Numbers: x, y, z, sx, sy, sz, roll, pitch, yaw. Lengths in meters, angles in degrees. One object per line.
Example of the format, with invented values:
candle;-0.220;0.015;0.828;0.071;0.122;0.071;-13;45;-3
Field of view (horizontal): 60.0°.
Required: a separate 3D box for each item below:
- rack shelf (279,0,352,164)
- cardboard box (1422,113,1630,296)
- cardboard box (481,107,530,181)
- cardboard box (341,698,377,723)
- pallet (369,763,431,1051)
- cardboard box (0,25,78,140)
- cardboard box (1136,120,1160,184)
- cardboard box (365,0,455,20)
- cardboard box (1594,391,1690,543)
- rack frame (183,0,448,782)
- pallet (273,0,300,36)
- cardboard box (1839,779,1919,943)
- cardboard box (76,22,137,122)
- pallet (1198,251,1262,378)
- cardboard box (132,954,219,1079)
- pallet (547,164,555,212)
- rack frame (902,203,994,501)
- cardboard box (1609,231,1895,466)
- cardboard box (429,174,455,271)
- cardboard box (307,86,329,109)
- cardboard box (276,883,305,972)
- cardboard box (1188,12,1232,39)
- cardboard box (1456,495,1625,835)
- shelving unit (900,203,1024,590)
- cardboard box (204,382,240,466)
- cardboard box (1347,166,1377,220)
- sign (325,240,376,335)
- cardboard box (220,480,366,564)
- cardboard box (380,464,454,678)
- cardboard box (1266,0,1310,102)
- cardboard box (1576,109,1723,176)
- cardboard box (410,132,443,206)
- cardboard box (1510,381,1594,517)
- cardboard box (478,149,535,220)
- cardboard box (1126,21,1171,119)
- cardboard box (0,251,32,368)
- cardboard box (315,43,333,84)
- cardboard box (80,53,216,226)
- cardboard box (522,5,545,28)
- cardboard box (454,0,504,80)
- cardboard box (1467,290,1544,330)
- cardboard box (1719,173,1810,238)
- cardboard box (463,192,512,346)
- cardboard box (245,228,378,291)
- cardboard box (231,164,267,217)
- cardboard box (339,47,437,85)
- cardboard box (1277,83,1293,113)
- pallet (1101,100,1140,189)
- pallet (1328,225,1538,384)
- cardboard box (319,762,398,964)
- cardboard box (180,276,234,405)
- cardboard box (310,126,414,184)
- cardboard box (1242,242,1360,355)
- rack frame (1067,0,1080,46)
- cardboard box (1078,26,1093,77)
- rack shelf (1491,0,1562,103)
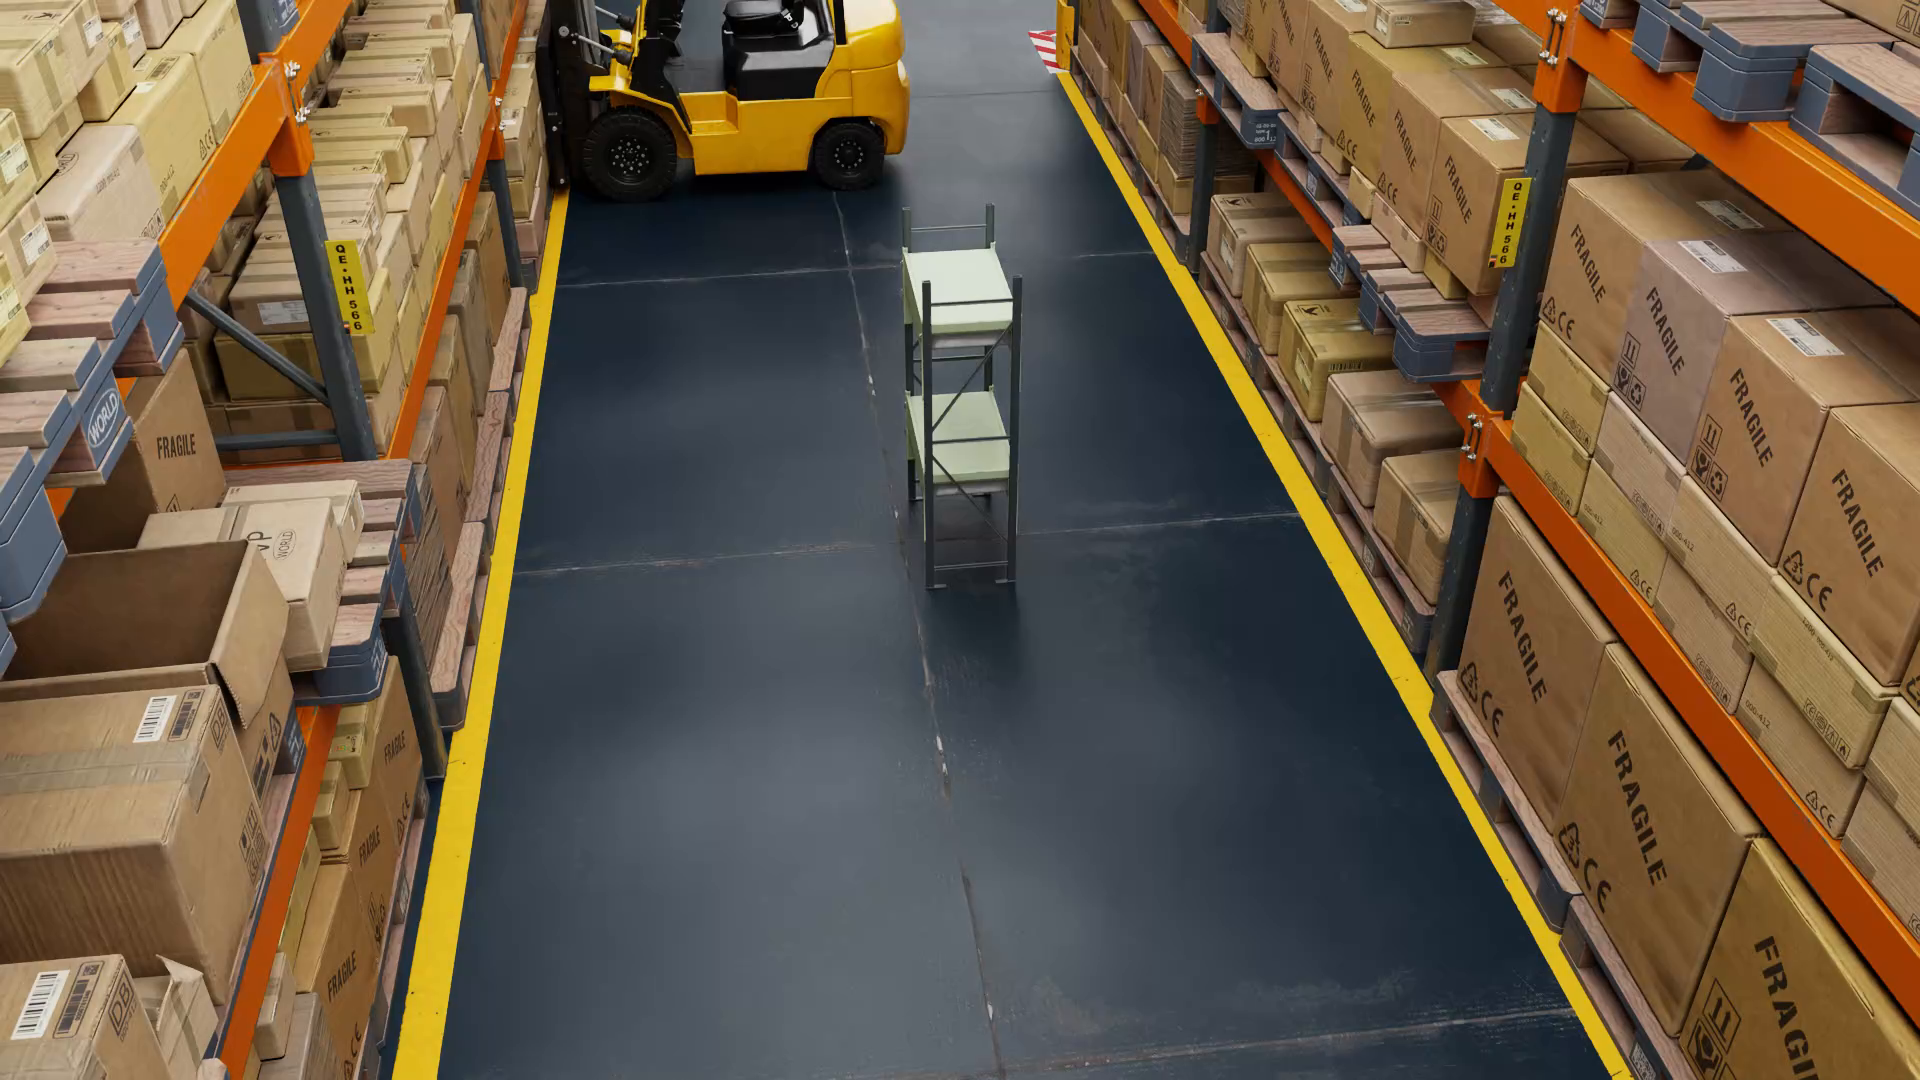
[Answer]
rack shelf;-2.755;-2.371;6.541;1.077;0.370;4.000;-4;35;-6
cardboard box;2.096;-1.261;6.211;0.500;0.500;0.500;-5;35;-8
cardboard box;-2.778;-2.289;9.626;0.500;0.250;0.500;-5;35;-7
cardboard box;-2.168;0.535;5.572;0.380;0.149;0.250;-6;35;-9
pallet;-2.423;1.259;5.715;1.003;0.211;1.213;-4;35;-6
cardboard box;-1.972;-0.884;3.236;0.380;0.149;0.250;-4;35;-6
cardboard box;1.467;-2.566;10.921;0.500;0.250;0.500;-5;35;-8
cardboard box;-2.758;-2.680;8.355;0.380;0.149;0.250;-3;34;-5
cardboard box;2.324;-0.245;5.136;0.500;0.250;0.500;-4;34;-5
rack frame;-2.486;-0.313;5.545;1.000;3.000;0.127;-4;35;-6
pallet;-2.665;-1.846;5.299;1.213;0.211;1.003;-3;34;-4
cardboard box;2.544;0.805;4.038;0.500;0.250;0.500;-5;35;-8
cardboard box;-2.097;-1.045;3.736;0.380;0.149;0.250;-4;35;-6
pallet;2.001;-1.336;9.523;1.003;0.211;1.213;-4;35;-6
cardboard box;-1.754;0.997;3.370;0.396;0.266;0.258;-3;34;-4
pallet;-3.256;-2.522;11.263;1.003;0.211;1.213;-4;35;-6
rack frame;-0.050;-0.828;7.633;0.400;1.500;0.023;-4;35;-6
cardboard box;2.333;-0.575;4.954;0.500;0.500;0.500;-4;35;-6
cardboard box;-2.510;-1.374;7.236;0.500;0.250;0.500;-3;34;-5
cardboard box;-3.094;-1.818;7.444;0.500;0.250;0.500;-5;35;-8
cardboard box;-2.085;1.125;4.706;0.380;0.149;0.250;-5;35;-7
cardboard box;1.549;-2.975;9.675;0.380;0.149;0.250;-5;35;-7
cardboard box;2.443;0.406;6.005;0.875;0.875;0.875;-5;35;-7
shelving unit;-0.001;-0.623;7.333;0.431;1.500;0.755;-4;35;-6
cardboard box;-2.800;-0.482;5.927;0.500;0.250;0.500;-5;35;-7
cardboard box;1.892;-1.500;7.138;0.380;0.149;0.250;-4;34;-6
sign;-1.949;-0.805;5.309;0.100;0.325;0.005;-4;35;-6
cardboard box;-2.017;-0.045;5.002;0.380;0.149;0.250;-4;34;-5
cardboard box;-2.556;0.146;6.608;0.875;0.625;0.625;-3;34;-5
cardboard box;1.794;-2.421;7.913;0.500;0.500;0.500;-5;35;-7
cardboard box;2.601;-1.297;6.264;0.500;0.500;0.500;-5;35;-8
cardboard box;-2.516;-1.579;7.093;0.500;0.250;0.500;-4;34;-6
cardboard box;2.249;-0.337;5.713;0.500;0.250;0.500;-5;35;-7
cardboard box;-2.783;-2.082;9.766;0.500;0.250;0.500;-5;35;-7
cardboard box;1.409;-3.148;11.109;0.500;0.500;0.500;-3;34;-4
cardboard box;-1.759;-0.340;2.683;0.380;0.149;0.250;-4;34;-5
cardboard box;-3.117;-2.208;7.661;0.380;0.149;0.250;-5;35;-7
cardboard box;-2.108;-0.942;3.938;0.500;0.250;0.500;-4;35;-6
cardboard box;-3.038;-3.429;11.299;0.500;0.250;0.500;-4;34;-6
cardboard box;-2.825;-2.854;9.185;0.500;0.500;0.500;-5;35;-8
cardboard box;2.155;-0.926;6.295;0.380;0.149;0.250;-3;34;-5
cardboard box;2.761;-0.876;5.396;0.500;0.500;0.500;-5;35;-8
cardboard box;-2.942;-1.447;8.945;0.875;0.625;0.625;-3;34;-4
cardboard box;-2.274;-0.971;5.847;0.380;0.149;0.250;-4;34;-5
cardboard box;-2.910;-1.358;6.415;0.380;0.149;0.250;-5;35;-7
cardboard box;-2.584;-2.110;7.517;0.380;0.149;0.250;-5;35;-8
cardboard box;1.788;-2.221;8.196;0.380;0.149;0.250;-4;34;-6
pallet;1.602;-2.825;11.708;1.003;0.211;1.213;-4;35;-6
pallet;2.231;-1.001;6.726;1.213;0.211;1.003;-4;35;-6
cardboard box;-2.159;1.046;5.398;0.500;0.500;0.500;-5;35;-7
cardboard box;-2.821;-0.687;5.784;0.500;0.250;0.500;-4;34;-5
cardboard box;-2.421;-1.542;6.684;0.380;0.149;0.250;-4;34;-5
cardboard box;2.068;-1.317;8.980;0.950;0.372;0.625;-2;34;-3
rack frame;1.357;-5.155;12.651;1.000;3.000;0.127;-4;35;-6
cardboard box;1.191;-3.721;12.615;0.500;0.250;0.500;-5;35;-7
rack shelf;2.163;-2.749;7.095;1.077;0.370;4.000;-4;35;-6
